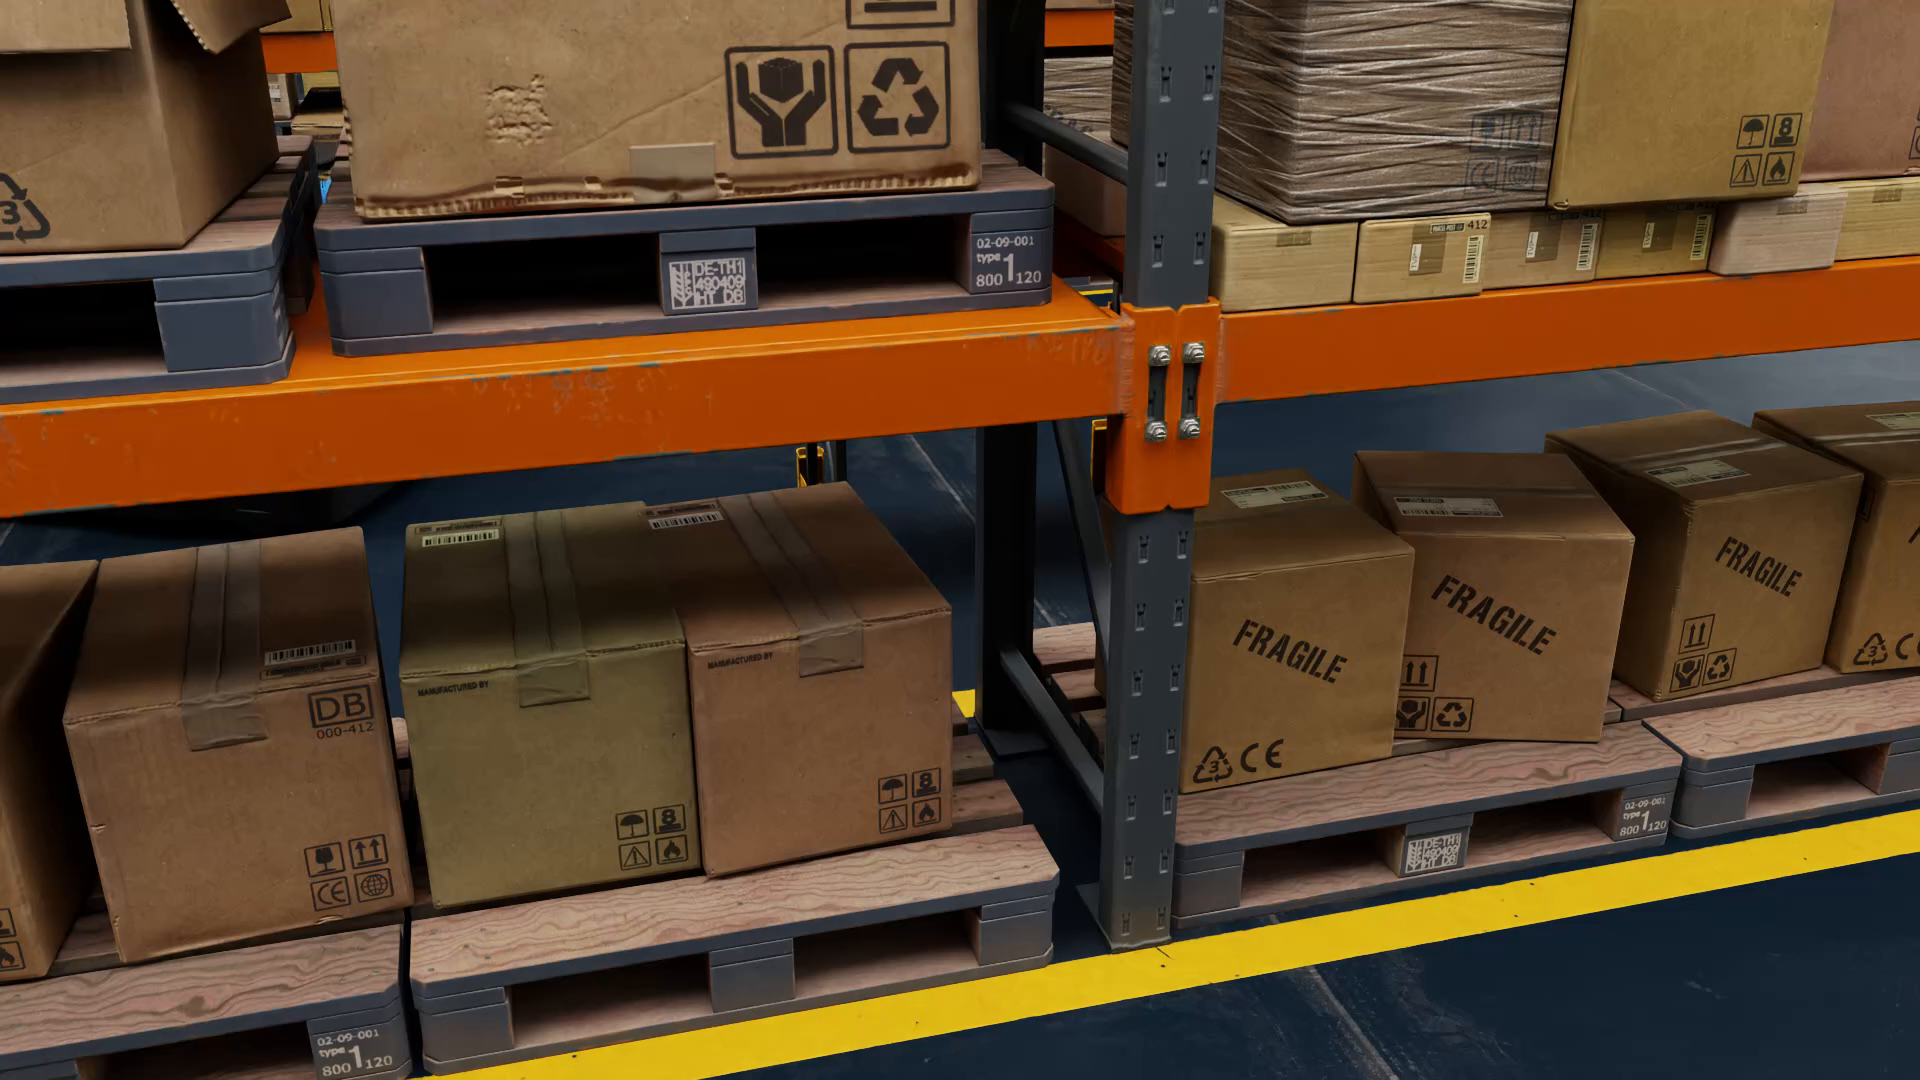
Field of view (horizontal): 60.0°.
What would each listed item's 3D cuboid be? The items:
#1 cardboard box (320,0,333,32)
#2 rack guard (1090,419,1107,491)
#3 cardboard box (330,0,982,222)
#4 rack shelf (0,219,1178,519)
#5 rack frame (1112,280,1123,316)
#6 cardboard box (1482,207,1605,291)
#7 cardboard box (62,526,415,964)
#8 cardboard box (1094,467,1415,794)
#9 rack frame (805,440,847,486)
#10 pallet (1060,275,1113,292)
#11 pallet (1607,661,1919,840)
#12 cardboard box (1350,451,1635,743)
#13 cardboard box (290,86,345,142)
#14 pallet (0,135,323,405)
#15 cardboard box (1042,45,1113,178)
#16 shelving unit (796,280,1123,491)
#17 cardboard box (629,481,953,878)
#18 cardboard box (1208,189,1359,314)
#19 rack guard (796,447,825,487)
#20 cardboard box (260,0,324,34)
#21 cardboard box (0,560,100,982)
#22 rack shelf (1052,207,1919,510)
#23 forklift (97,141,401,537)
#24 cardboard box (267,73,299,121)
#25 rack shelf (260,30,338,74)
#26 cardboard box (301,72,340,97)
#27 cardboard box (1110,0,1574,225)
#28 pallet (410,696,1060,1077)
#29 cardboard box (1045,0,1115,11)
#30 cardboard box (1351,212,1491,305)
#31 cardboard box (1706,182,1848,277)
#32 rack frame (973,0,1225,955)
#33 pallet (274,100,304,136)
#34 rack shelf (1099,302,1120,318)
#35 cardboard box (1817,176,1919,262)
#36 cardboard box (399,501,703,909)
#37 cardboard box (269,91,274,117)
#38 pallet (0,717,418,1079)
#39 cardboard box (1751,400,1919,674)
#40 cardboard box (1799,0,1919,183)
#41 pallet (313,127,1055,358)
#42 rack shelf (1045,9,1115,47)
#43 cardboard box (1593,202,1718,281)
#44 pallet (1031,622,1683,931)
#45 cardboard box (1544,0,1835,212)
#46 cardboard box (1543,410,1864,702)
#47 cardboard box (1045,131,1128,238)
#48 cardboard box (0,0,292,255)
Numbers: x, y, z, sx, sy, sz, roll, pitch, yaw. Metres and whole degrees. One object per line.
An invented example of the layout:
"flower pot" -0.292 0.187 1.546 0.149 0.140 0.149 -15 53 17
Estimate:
"cardboard box" -2.416 -2.422 6.963 0.500 0.500 0.500 -6 24 -14
"rack guard" 0.553 -0.176 5.343 0.087 0.250 0.587 -6 24 -14
"cardboard box" -0.573 -1.184 2.912 1.000 1.000 1.000 -6 24 -14
"rack shelf" -1.696 -0.203 2.832 4.000 0.370 1.077 -6 24 -14
"rack frame" 0.572 -0.752 5.102 0.032 1.500 0.500 -6 24 -14
"cardboard box" 0.995 -0.599 3.160 0.250 0.149 0.380 -6 24 -14
"cardboard box" -1.370 0.360 3.218 0.500 0.500 0.700 -8 25 -19
"cardboard box" 0.626 0.182 3.660 0.500 0.500 0.500 -7 24 -16
"rack frame" -0.407 -0.644 4.849 0.032 1.500 0.500 -6 24 -14
"pallet" 0.917 -1.542 8.575 1.213 0.211 1.003 -6 24 -14
"pallet" 2.044 0.318 4.240 1.213 0.211 1.003 -6 24 -14
"cardboard box" 1.175 0.118 3.809 0.500 0.500 0.500 1 23 3
"cardboard box" -2.516 -1.598 7.491 0.750 0.750 1.050 -6 24 -14
"pallet" -1.727 -0.459 2.759 1.213 0.211 1.003 -6 24 -14
"cardboard box" 0.478 -1.995 8.257 0.875 0.875 0.875 -6 24 -14
"shelving unit" 0.073 -0.697 4.973 1.083 1.500 0.587 -6 24 -14
"cardboard box" -0.367 0.257 3.459 0.500 0.500 0.700 -8 25 -18
"cardboard box" 0.518 -0.540 3.023 0.250 0.149 0.380 -6 24 -14
"rack guard" -0.406 -0.070 5.096 0.087 0.250 0.587 -6 24 -14
"cardboard box" -2.904 -2.367 6.835 0.500 0.500 0.500 -7 24 -15
"cardboard box" -1.907 0.420 3.079 0.500 0.500 0.700 -4 24 -10
"rack shelf" 2.155 -0.629 3.825 4.000 0.370 1.077 -6 24 -14
"forklift" -3.314 -1.642 5.359 3.031 2.935 1.130 5 24 11
"cardboard box" -5.044 -3.206 11.719 0.625 0.372 0.950 -7 24 -15
"rack shelf" -2.938 -2.097 7.245 4.000 0.370 1.077 -6 24 -14
"cardboard box" -4.312 -3.285 11.902 0.625 0.372 0.950 -6 24 -13
"cardboard box" 0.680 -0.954 3.165 0.500 0.500 0.875 -6 24 -14
"pallet" -0.520 0.618 3.541 1.213 0.211 1.003 -6 24 -14
"cardboard box" 0.414 -2.833 7.859 0.550 0.550 0.875 -6 24 -14
"cardboard box" 0.762 -0.562 3.073 0.250 0.149 0.380 -6 24 -14
"cardboard box" 1.485 -0.640 3.256 0.250 0.149 0.380 -6 24 -14
"rack frame" 0.230 -0.747 3.186 0.127 3.000 1.000 -6 24 -14
"pallet" -4.373 -3.013 12.004 1.213 0.211 1.003 -6 24 -14
"rack shelf" 0.082 -0.533 5.046 1.000 0.185 0.538 -6 24 -14
"cardboard box" 1.715 -0.682 3.355 0.250 0.149 0.380 -6 24 -14
"cardboard box" -0.832 0.301 3.357 0.500 0.500 0.700 -6 24 -15
"cardboard box" -3.413 -1.499 7.259 0.750 0.750 1.050 -6 24 -14
"pallet" -1.696 0.750 3.235 1.213 0.211 1.003 -6 24 -14
"cardboard box" 2.301 -0.021 4.132 0.500 0.500 0.500 -4 24 -9
"cardboard box" 1.625 -1.085 3.471 0.500 0.500 0.875 -6 24 -14
"pallet" -0.546 -0.632 3.163 1.213 0.211 1.003 -6 24 -14
"rack shelf" 0.913 -2.523 8.238 4.000 0.370 1.077 -6 24 -14
"cardboard box" 1.234 -0.629 3.230 0.250 0.149 0.380 -6 24 -14
"pallet" 0.867 0.450 3.934 1.213 0.211 1.003 -6 24 -14
"cardboard box" 1.171 -0.994 3.258 0.500 0.500 0.875 -6 24 -14
"cardboard box" 1.752 0.022 4.033 0.500 0.500 0.500 -9 25 -19
"cardboard box" 0.357 -0.766 3.549 0.250 0.149 0.380 -6 24 -14
"cardboard box" -1.414 -0.767 2.571 0.637 0.503 0.797 -4 24 -9
